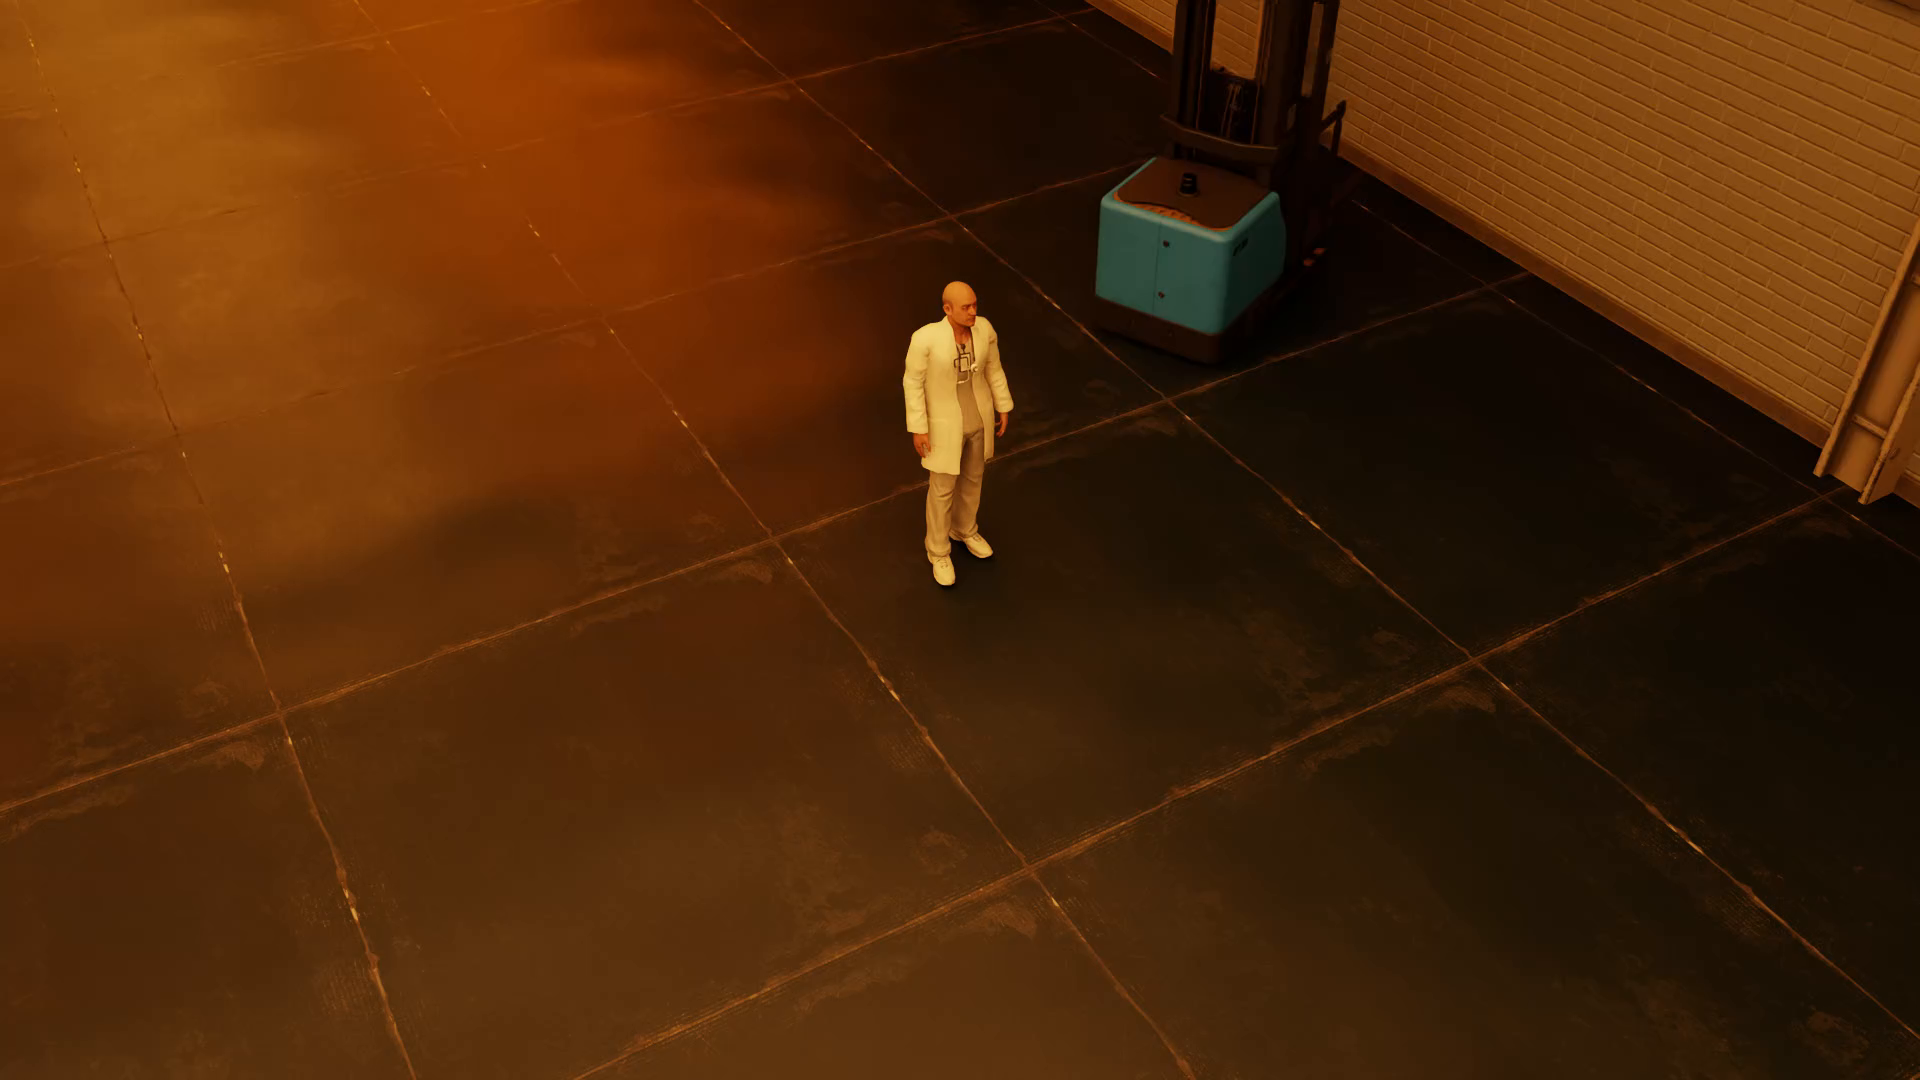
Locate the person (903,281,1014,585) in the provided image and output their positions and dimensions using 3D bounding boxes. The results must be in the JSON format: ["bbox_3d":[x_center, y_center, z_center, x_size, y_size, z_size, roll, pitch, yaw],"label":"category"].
[{"bbox_3d":[0.043,-0.638,9.697,0.696,1.778,0.578,-20,44,-23],"label":"person"}]

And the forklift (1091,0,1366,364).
[{"bbox_3d":[2.200,-3.275,11.984,1.130,2.935,3.031,23,45,25],"label":"forklift"}]
